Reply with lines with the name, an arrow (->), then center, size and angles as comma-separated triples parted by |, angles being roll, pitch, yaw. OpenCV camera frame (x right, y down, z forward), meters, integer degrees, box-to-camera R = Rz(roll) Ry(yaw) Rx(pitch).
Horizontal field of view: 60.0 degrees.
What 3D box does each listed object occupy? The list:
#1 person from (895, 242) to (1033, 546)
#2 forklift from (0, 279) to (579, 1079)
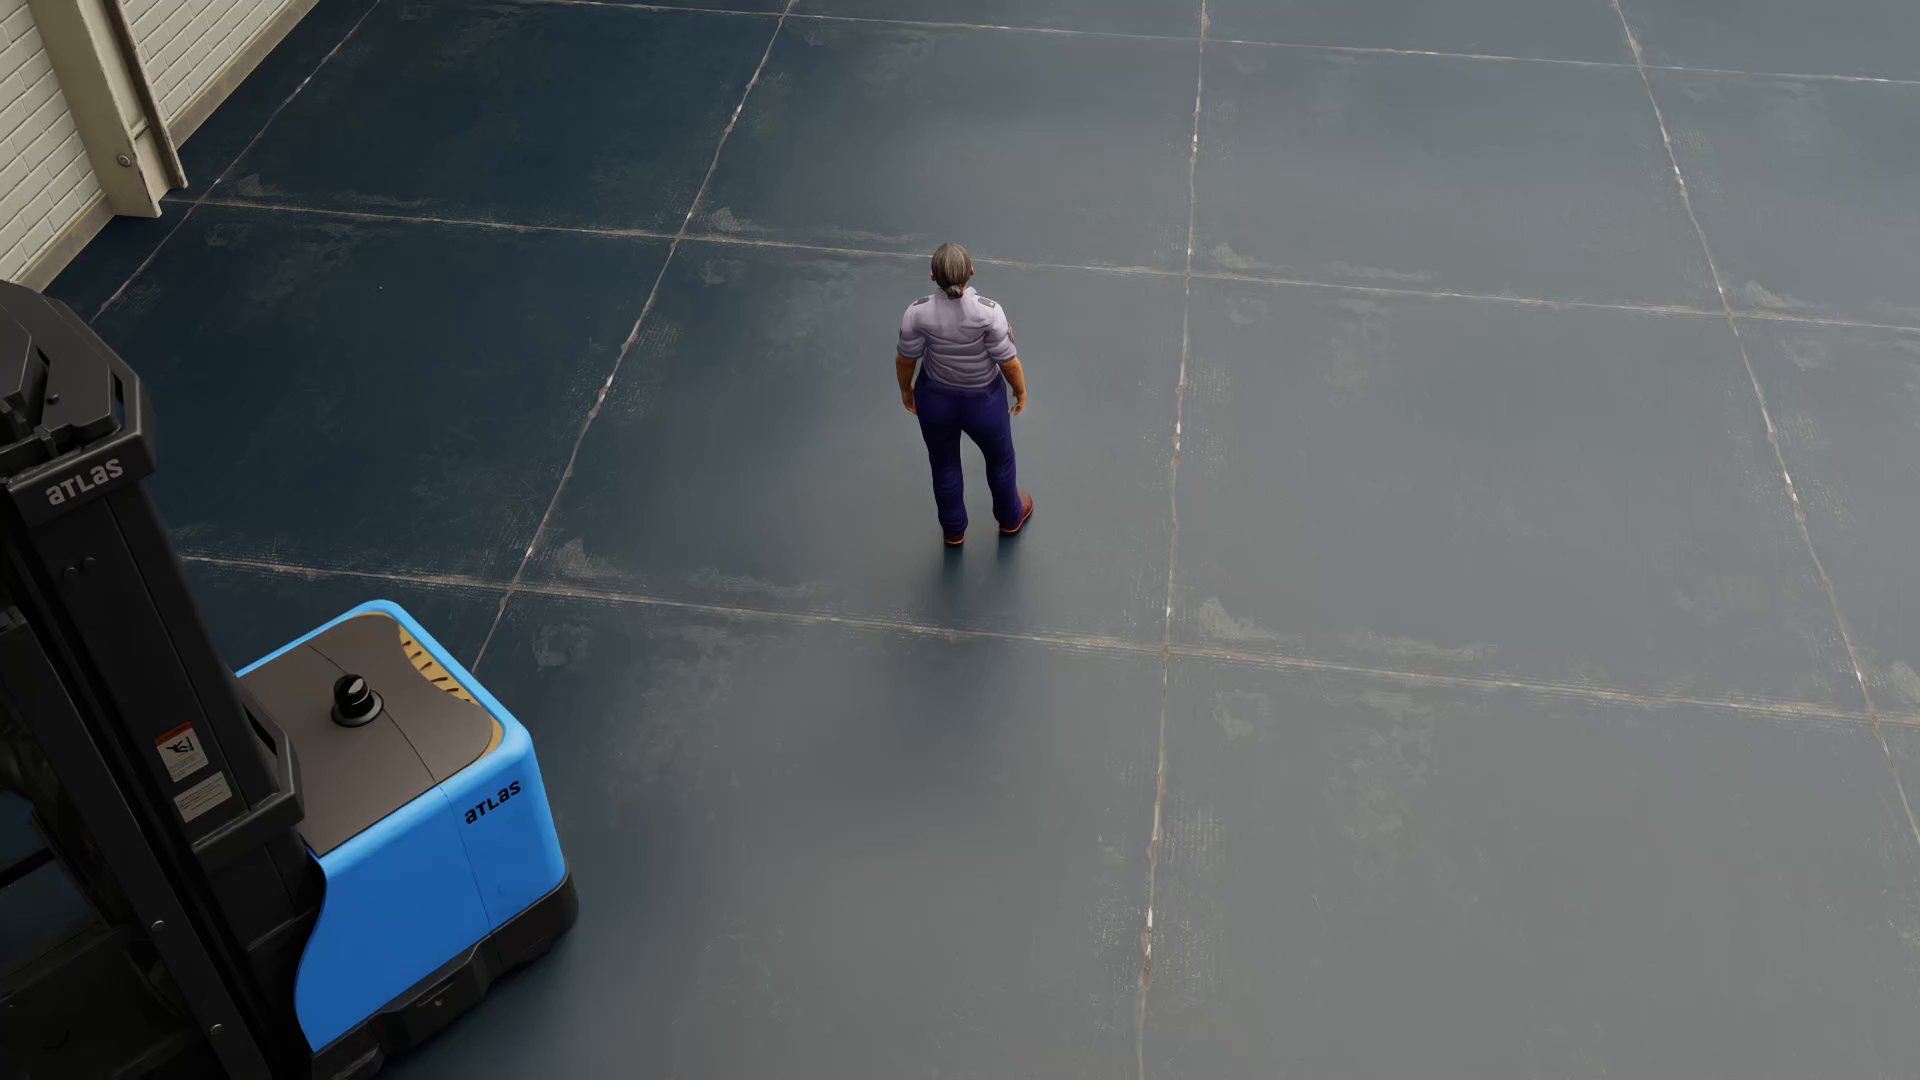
person -> 0.035, -0.671, 7.391 | 0.598, 1.651, 0.503 | 5, 43, 6
forklift -> -2.842, 0.833, 4.818 | 3.031, 2.935, 1.130 | -33, 52, -31
